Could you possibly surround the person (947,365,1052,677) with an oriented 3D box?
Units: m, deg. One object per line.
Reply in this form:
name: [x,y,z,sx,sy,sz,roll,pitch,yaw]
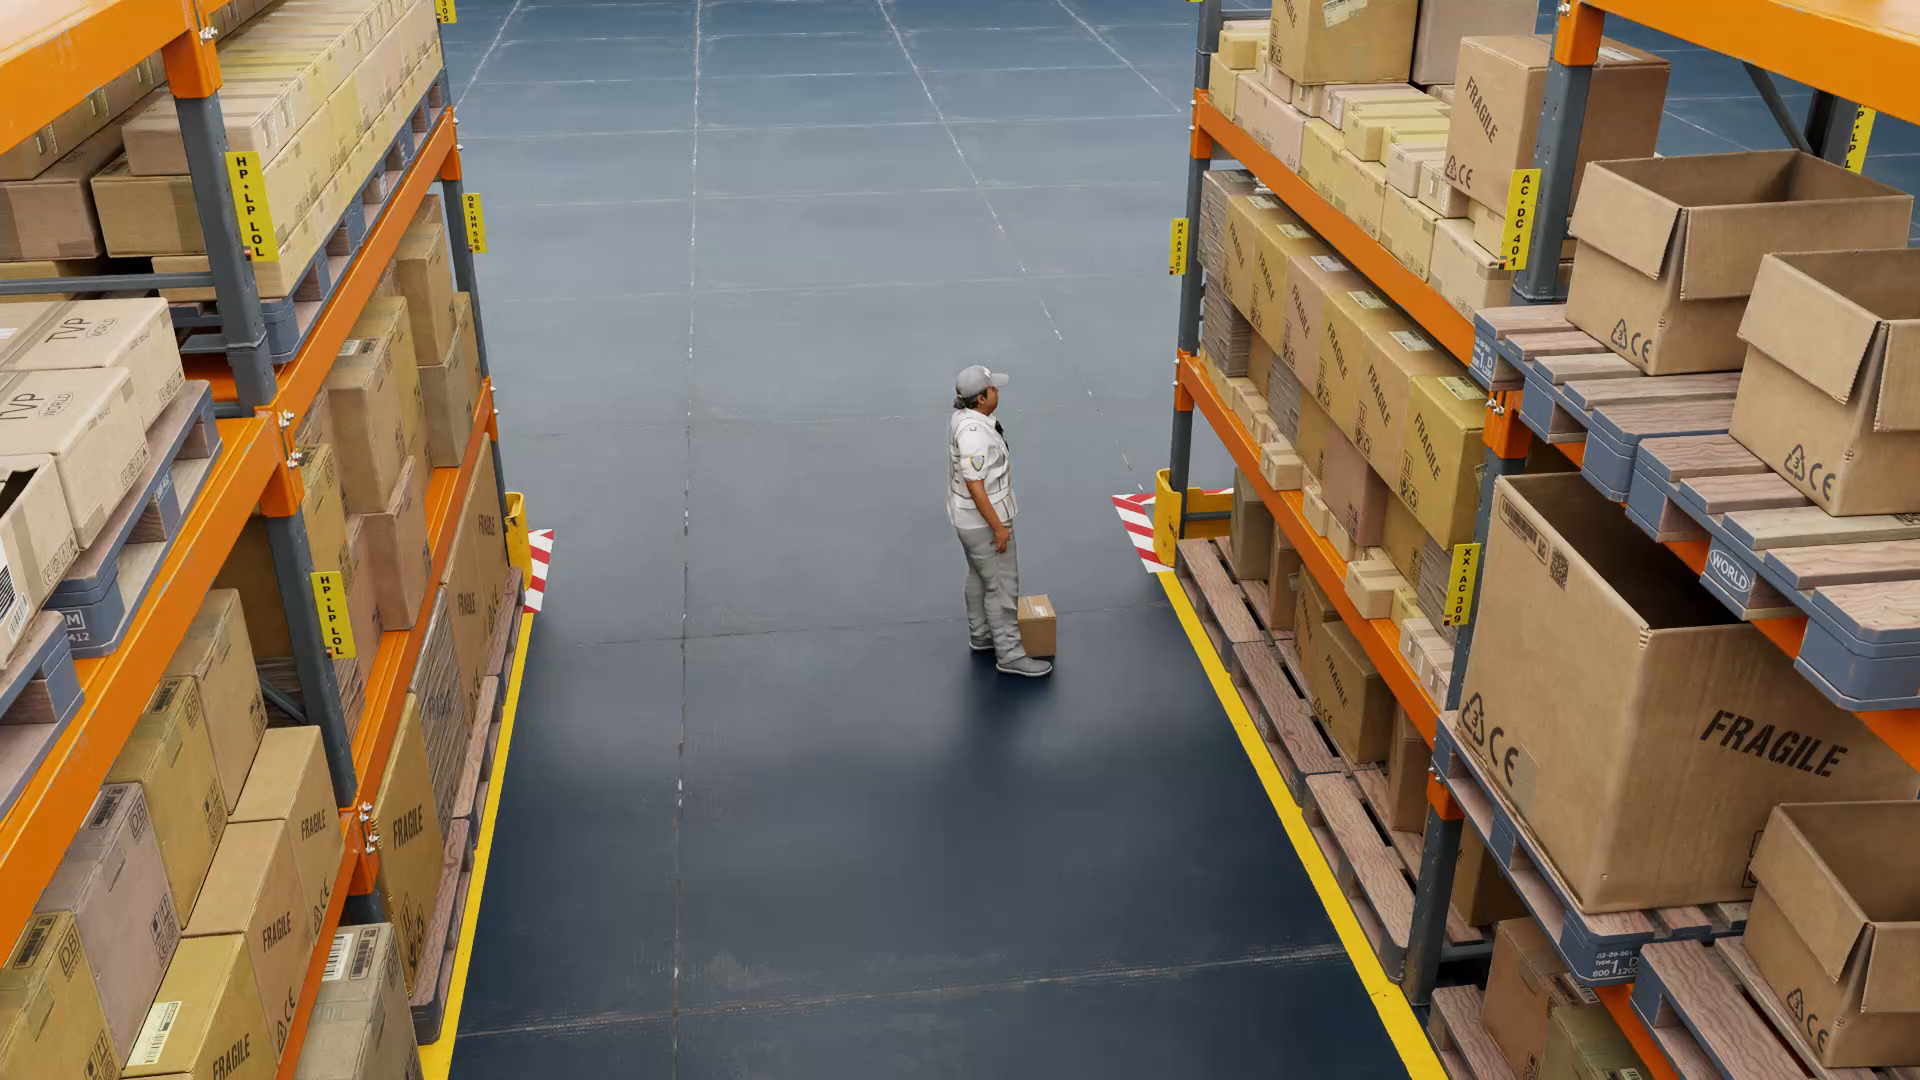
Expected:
person: [0.204,-0.123,8.831,0.529,1.670,0.598,-4,28,-7]
